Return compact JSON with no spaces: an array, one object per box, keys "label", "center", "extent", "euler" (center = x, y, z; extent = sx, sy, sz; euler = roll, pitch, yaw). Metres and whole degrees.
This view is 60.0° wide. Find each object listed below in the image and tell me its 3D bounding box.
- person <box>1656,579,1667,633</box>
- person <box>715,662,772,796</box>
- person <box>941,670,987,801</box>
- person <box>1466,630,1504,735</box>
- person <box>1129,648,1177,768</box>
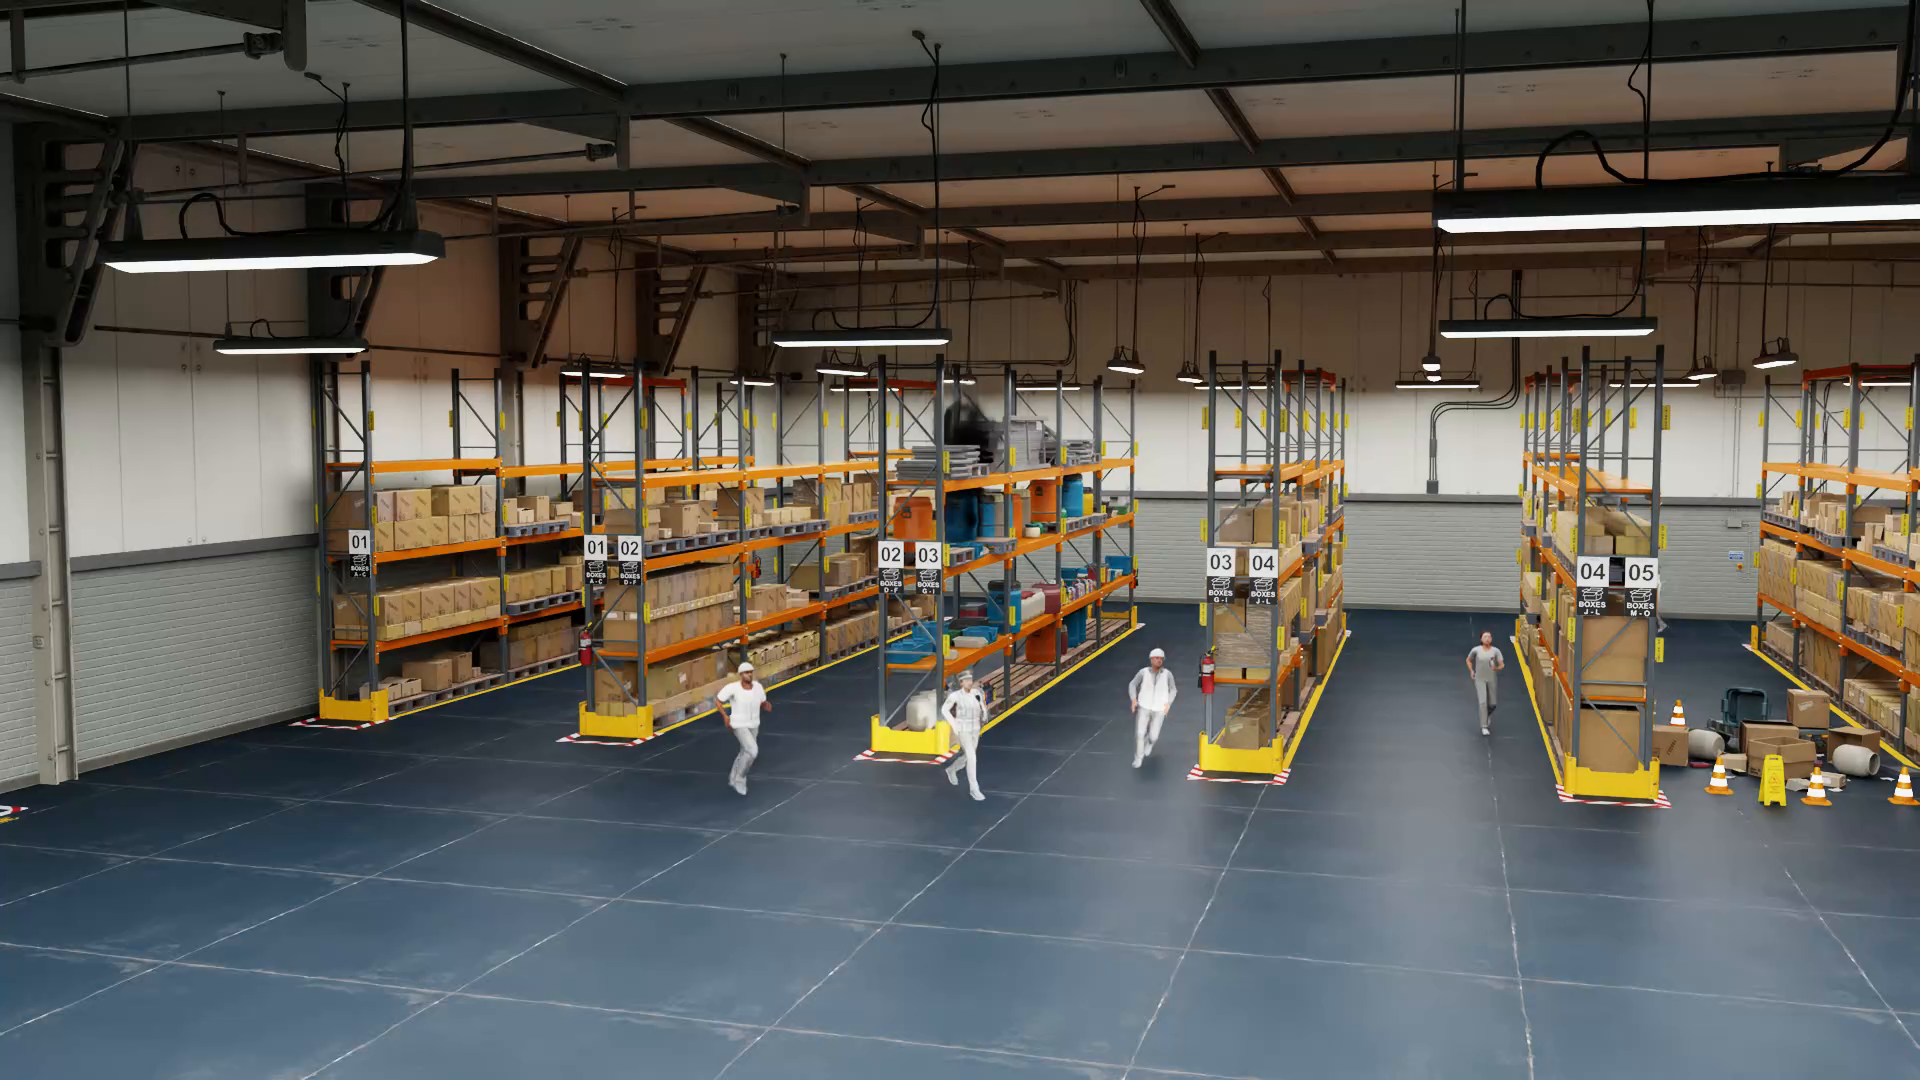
[{"label":"person","center":[16.043,1.383,38.736],"extent":[0.935,1.691,0.583],"euler":[0,4,1]},{"label":"person","center":[-2.864,2.540,22.400],"extent":[0.722,1.803,0.663],"euler":[4,6,44]},{"label":"person","center":[0.098,2.571,22.265],"extent":[0.604,1.709,0.818],"euler":[-3,5,-35]},{"label":"person","center":[8.447,2.277,26.752],"extent":[0.577,1.620,0.859],"euler":[1,4,10]},{"label":"person","center":[2.806,2.429,24.228],"extent":[0.700,1.721,0.562],"euler":[0,4,7]}]
